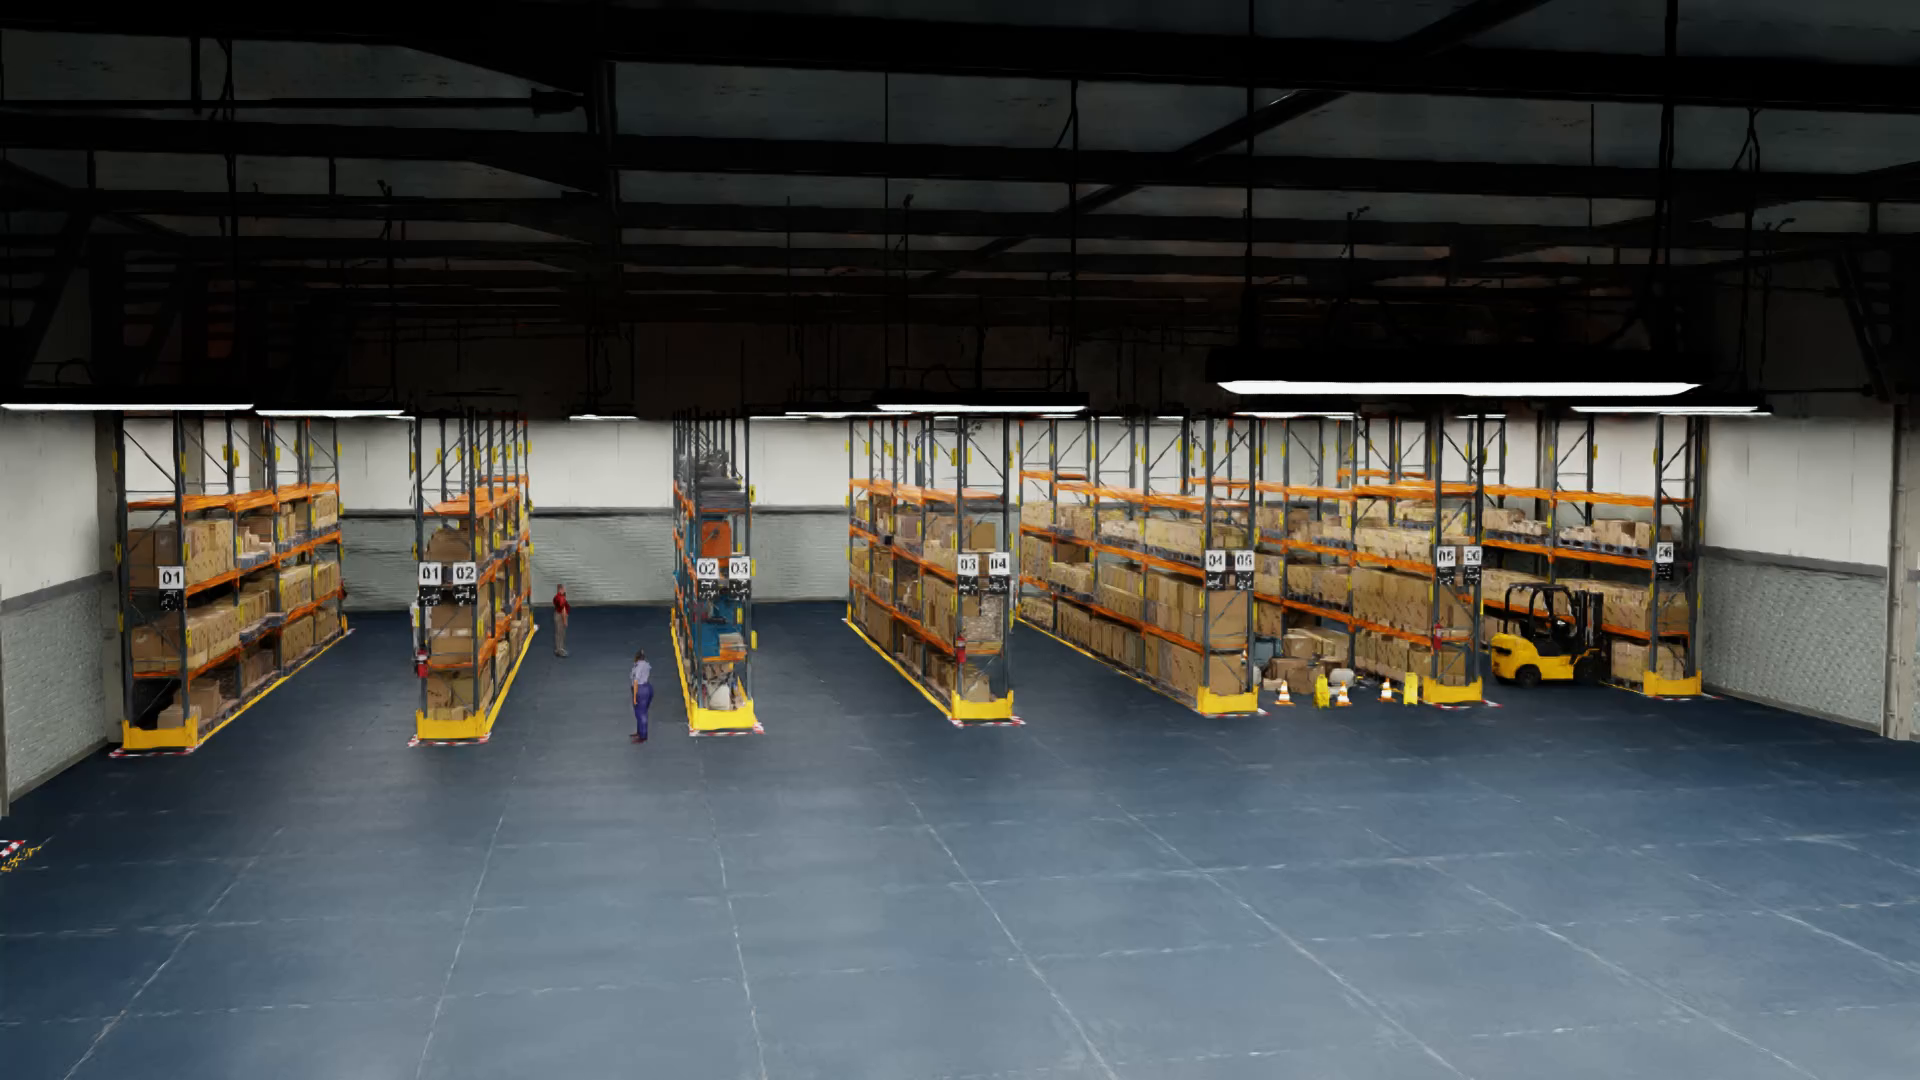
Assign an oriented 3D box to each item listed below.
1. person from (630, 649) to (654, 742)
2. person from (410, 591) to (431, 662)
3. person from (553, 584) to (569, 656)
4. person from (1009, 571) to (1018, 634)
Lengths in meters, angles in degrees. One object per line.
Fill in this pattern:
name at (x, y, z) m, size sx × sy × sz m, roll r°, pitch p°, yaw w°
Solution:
person at (-5.759, 2.770, 29.823) m, size 0.464 × 1.649 × 0.514 m, roll 1°, pitch 4°, yaw 19°
person at (-12.848, 2.044, 39.723) m, size 0.575 × 1.689 × 1.128 m, roll -1°, pitch 4°, yaw -13°
person at (-9.766, 1.943, 40.776) m, size 0.407 × 1.733 × 0.647 m, roll -2°, pitch 5°, yaw -30°
person at (1.247, 1.676, 44.828) m, size 0.677 × 1.741 × 0.551 m, roll -1°, pitch 4°, yaw -13°
